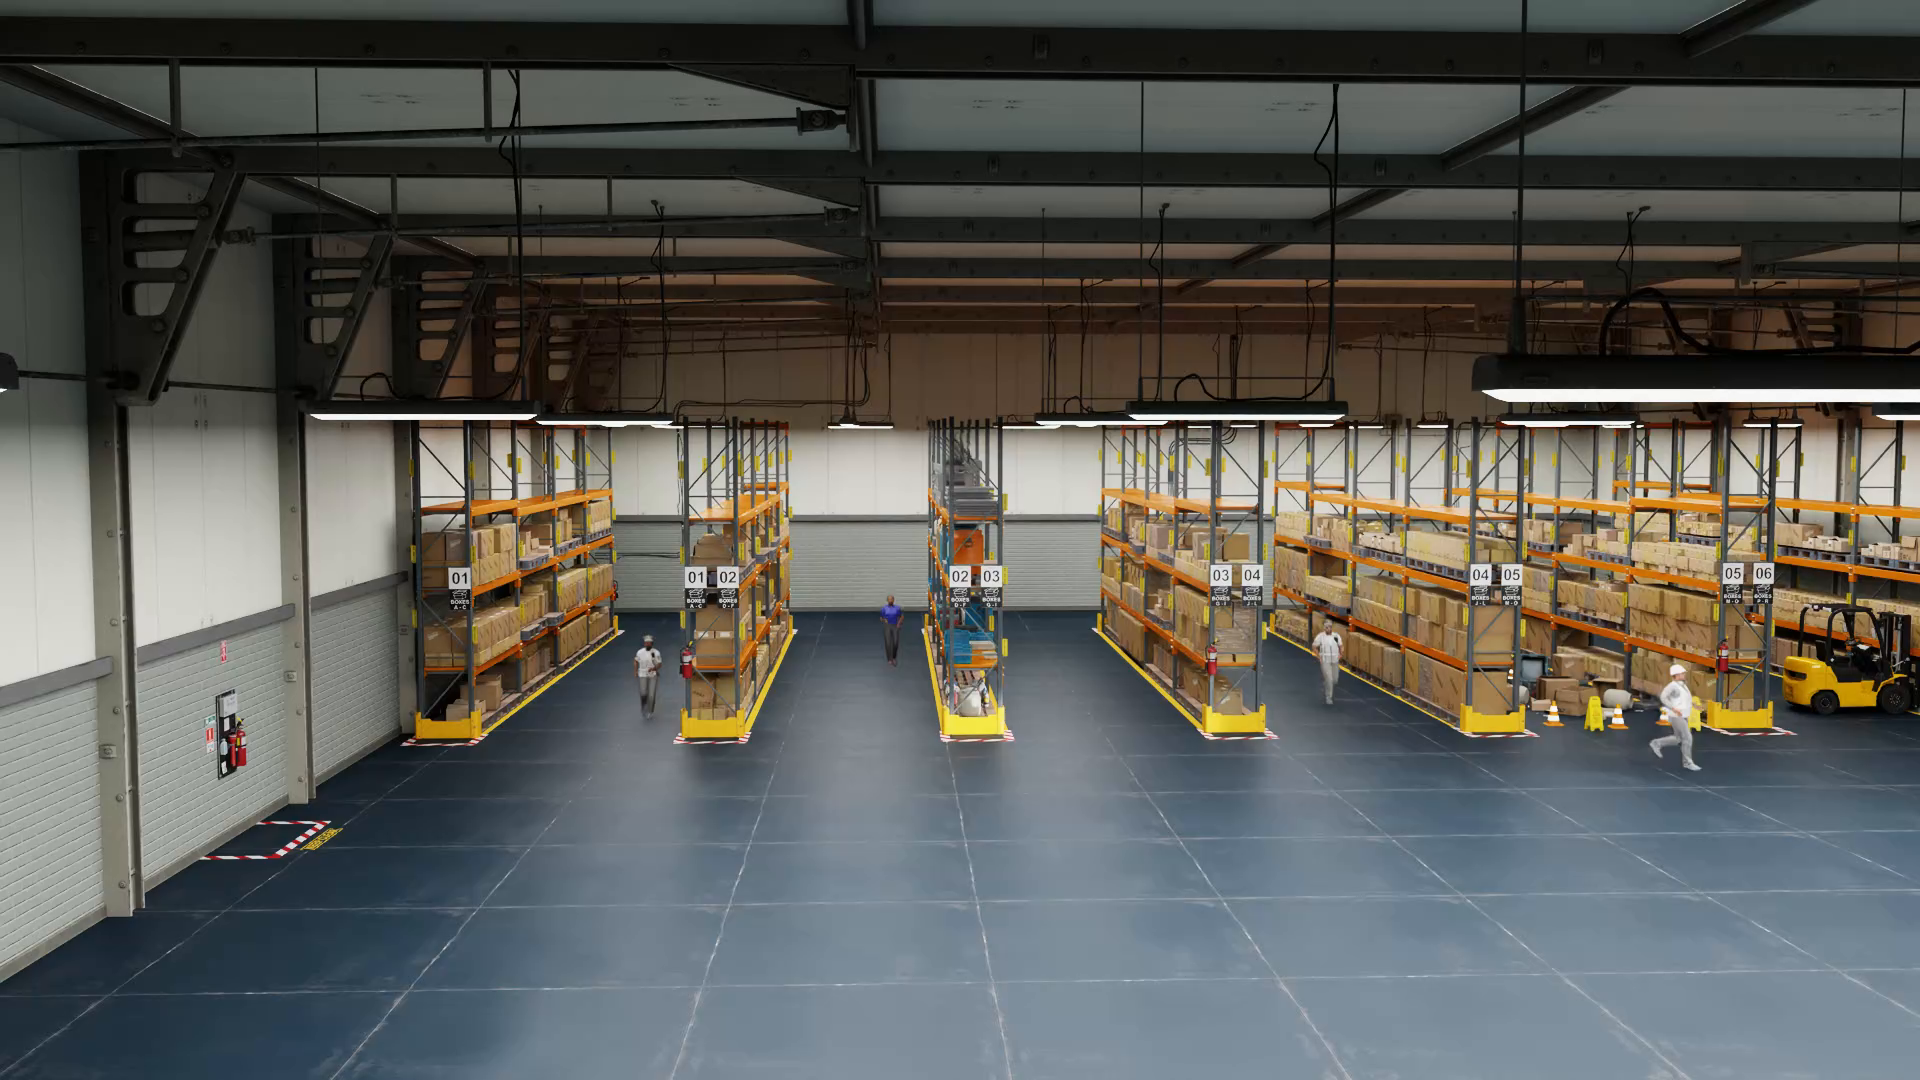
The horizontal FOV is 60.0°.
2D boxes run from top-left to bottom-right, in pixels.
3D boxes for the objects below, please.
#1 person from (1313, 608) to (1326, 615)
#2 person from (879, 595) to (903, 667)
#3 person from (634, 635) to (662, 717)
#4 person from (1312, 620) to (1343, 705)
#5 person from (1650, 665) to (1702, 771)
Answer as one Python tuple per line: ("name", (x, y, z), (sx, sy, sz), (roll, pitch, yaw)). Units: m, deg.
("person", (10.497, 1.658, 48.640), (0.665, 1.667, 0.718), (4, 5, 44))
("person", (-1.589, 2.115, 38.615), (0.563, 1.679, 0.572), (0, 4, -4))
("person", (-6.217, 2.724, 33.087), (0.560, 1.660, 0.592), (0, 4, -7))
("person", (7.800, 2.560, 35.206), (0.657, 1.775, 0.719), (0, 4, -4))
("person", (12.194, 3.006, 28.318), (0.880, 1.772, 0.662), (3, 5, 38))
